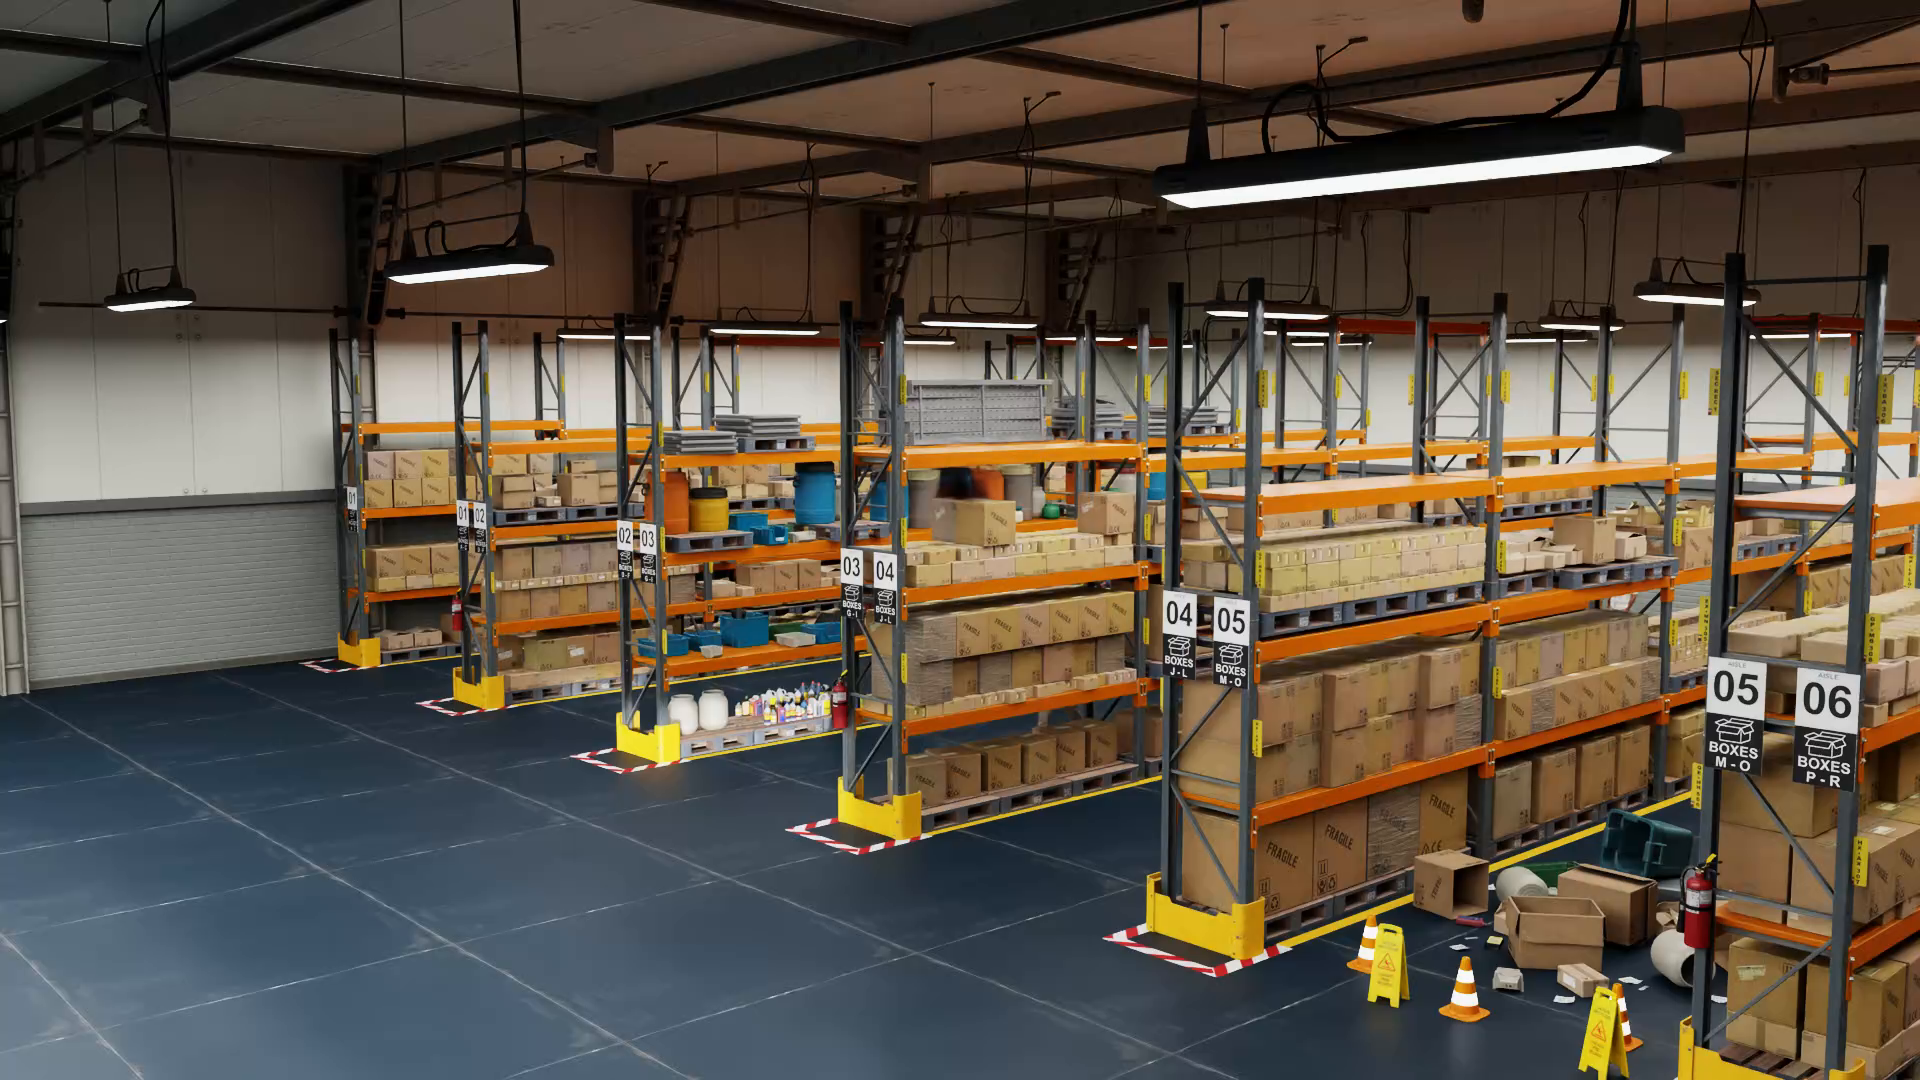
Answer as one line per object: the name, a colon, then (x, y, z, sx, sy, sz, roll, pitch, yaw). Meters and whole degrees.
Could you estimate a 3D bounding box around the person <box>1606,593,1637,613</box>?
person: (12.100, 1.258, 30.664, 0.750, 1.761, 0.636, -2, 6, -17)

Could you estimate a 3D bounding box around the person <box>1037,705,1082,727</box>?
person: (1.374, 2.036, 23.460, 0.947, 1.734, 0.631, -5, 8, -42)
